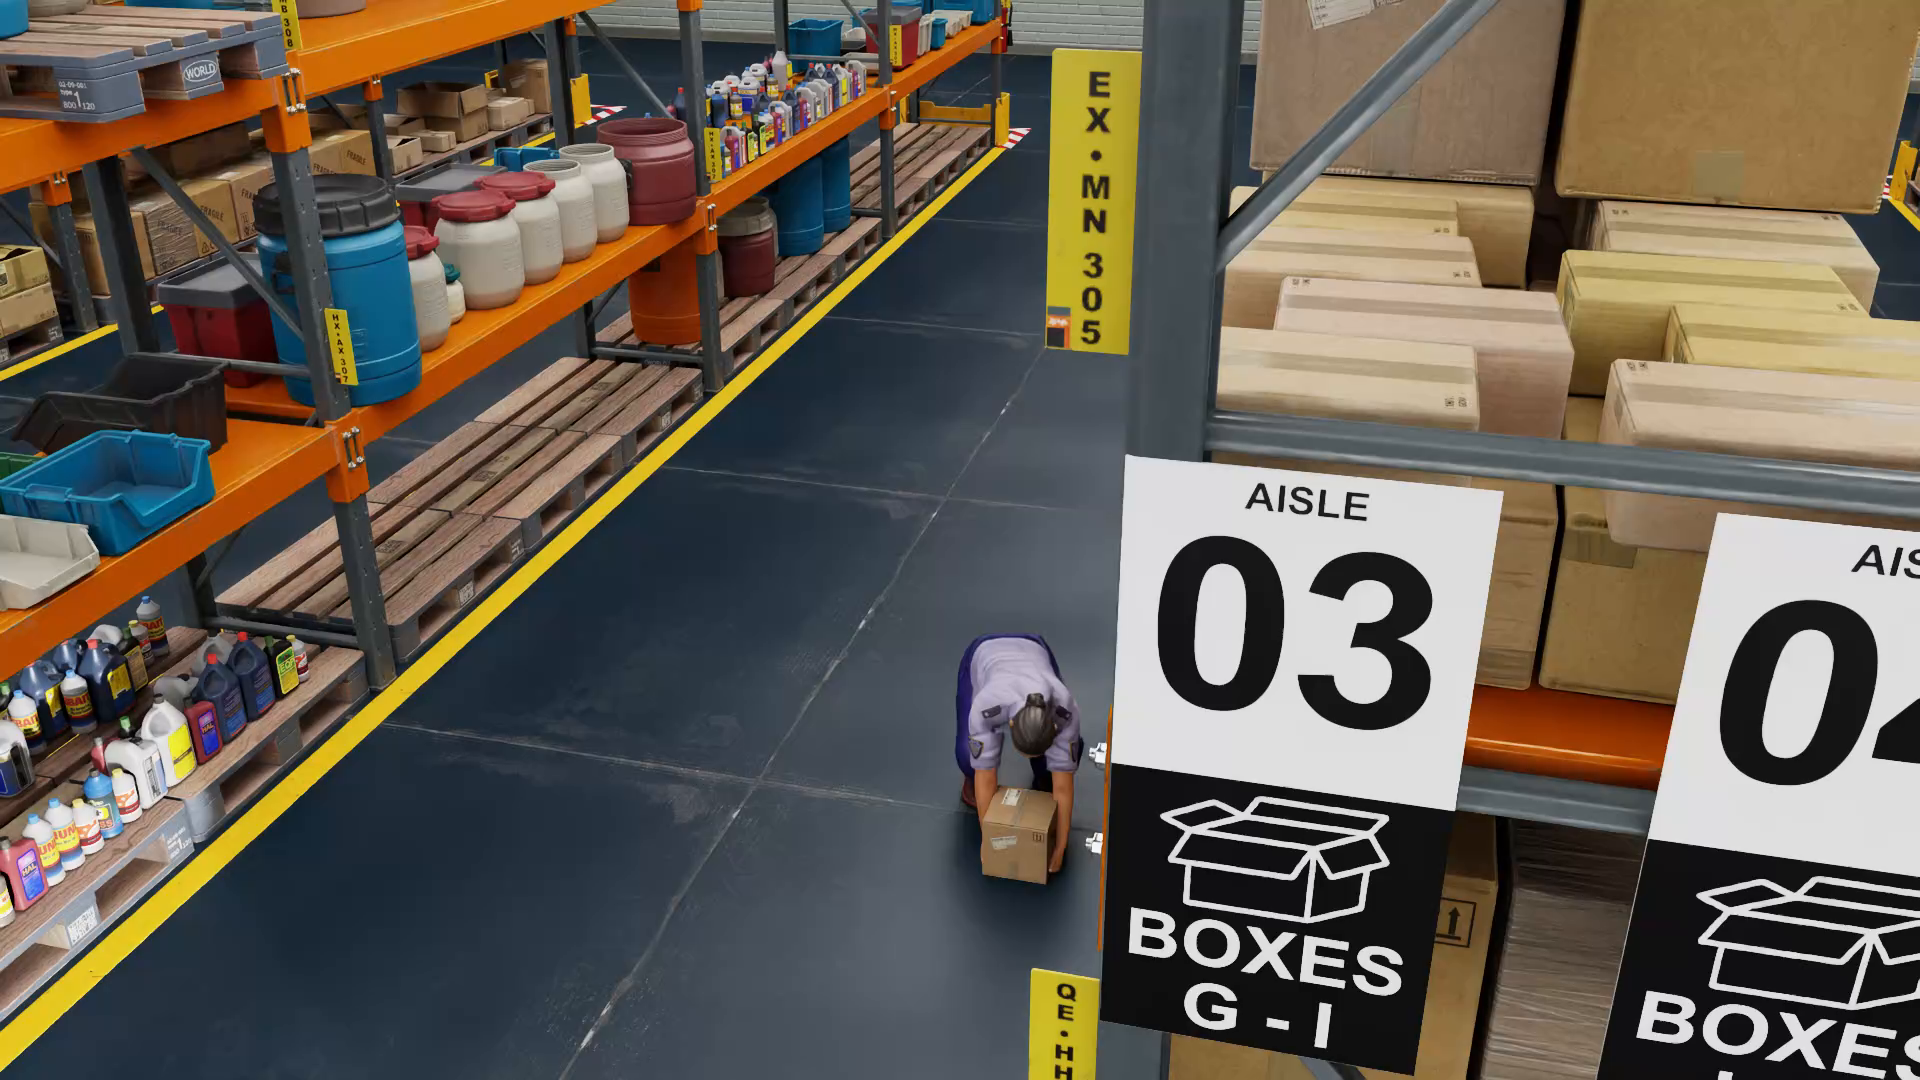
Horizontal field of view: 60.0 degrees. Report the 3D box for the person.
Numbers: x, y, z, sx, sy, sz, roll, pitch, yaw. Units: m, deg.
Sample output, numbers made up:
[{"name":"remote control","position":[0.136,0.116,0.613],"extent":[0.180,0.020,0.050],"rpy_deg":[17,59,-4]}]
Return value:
[{"name":"person","position":[0.232,0.786,6.575],"extent":[0.509,0.736,0.910],"rpy_deg":[-1,26,-3]}]
